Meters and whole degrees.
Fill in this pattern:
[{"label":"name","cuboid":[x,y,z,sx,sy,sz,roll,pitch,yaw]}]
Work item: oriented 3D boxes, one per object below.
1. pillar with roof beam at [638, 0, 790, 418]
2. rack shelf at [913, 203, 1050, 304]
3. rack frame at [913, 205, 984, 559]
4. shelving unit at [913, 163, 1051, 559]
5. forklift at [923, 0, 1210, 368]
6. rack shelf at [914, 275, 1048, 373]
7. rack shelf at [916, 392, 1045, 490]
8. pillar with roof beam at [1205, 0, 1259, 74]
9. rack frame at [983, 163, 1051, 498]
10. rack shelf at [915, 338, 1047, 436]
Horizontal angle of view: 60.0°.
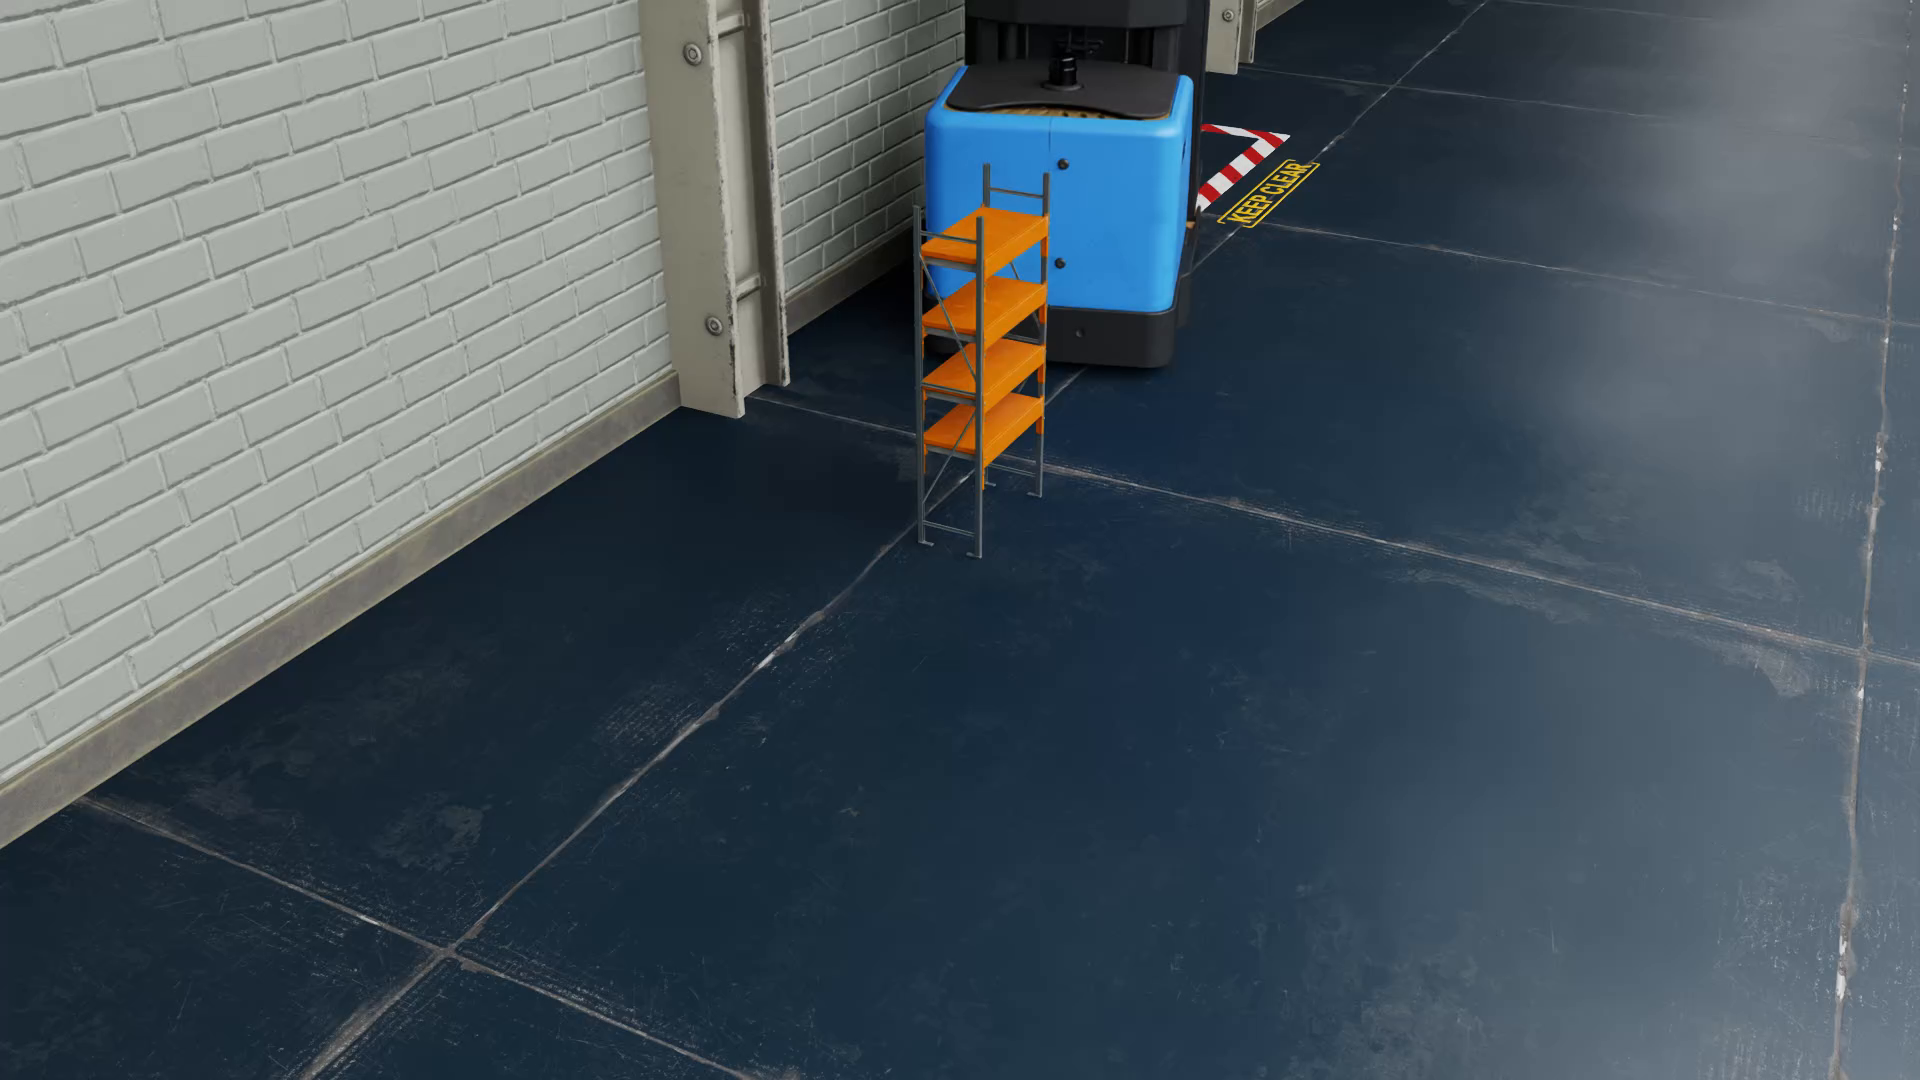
[{"label":"pillar with roof beam","cuboid":[2.906,-3.529,2.858,9.100,9.000,0.400,14,33,23]},{"label":"rack shelf","cuboid":[0.075,-0.934,5.383,0.258,0.148,0.480,14,33,23]},{"label":"rack frame","cuboid":[-0.036,-0.486,5.391,0.240,1.200,0.015,14,33,23]},{"label":"shelving unit","cuboid":[0.075,-0.594,5.579,0.258,1.200,0.503,14,33,23]},{"label":"forklift","cuboid":[0.608,-2.694,7.499,1.130,2.935,3.031,5,30,9]},{"label":"rack shelf","cuboid":[0.075,-0.729,5.501,0.258,0.148,0.480,14,33,23]},{"label":"rack shelf","cuboid":[0.075,-0.363,5.711,0.258,0.148,0.480,14,33,23]},{"label":"pillar with roof beam","cuboid":[5.639,-6.188,7.490,9.100,9.000,0.400,14,33,23]},{"label":"rack frame","cuboid":[0.187,-0.702,5.767,0.240,1.200,0.015,14,33,23]},{"label":"rack shelf","cuboid":[0.075,-0.535,5.612,0.258,0.148,0.480,14,33,23]}]
